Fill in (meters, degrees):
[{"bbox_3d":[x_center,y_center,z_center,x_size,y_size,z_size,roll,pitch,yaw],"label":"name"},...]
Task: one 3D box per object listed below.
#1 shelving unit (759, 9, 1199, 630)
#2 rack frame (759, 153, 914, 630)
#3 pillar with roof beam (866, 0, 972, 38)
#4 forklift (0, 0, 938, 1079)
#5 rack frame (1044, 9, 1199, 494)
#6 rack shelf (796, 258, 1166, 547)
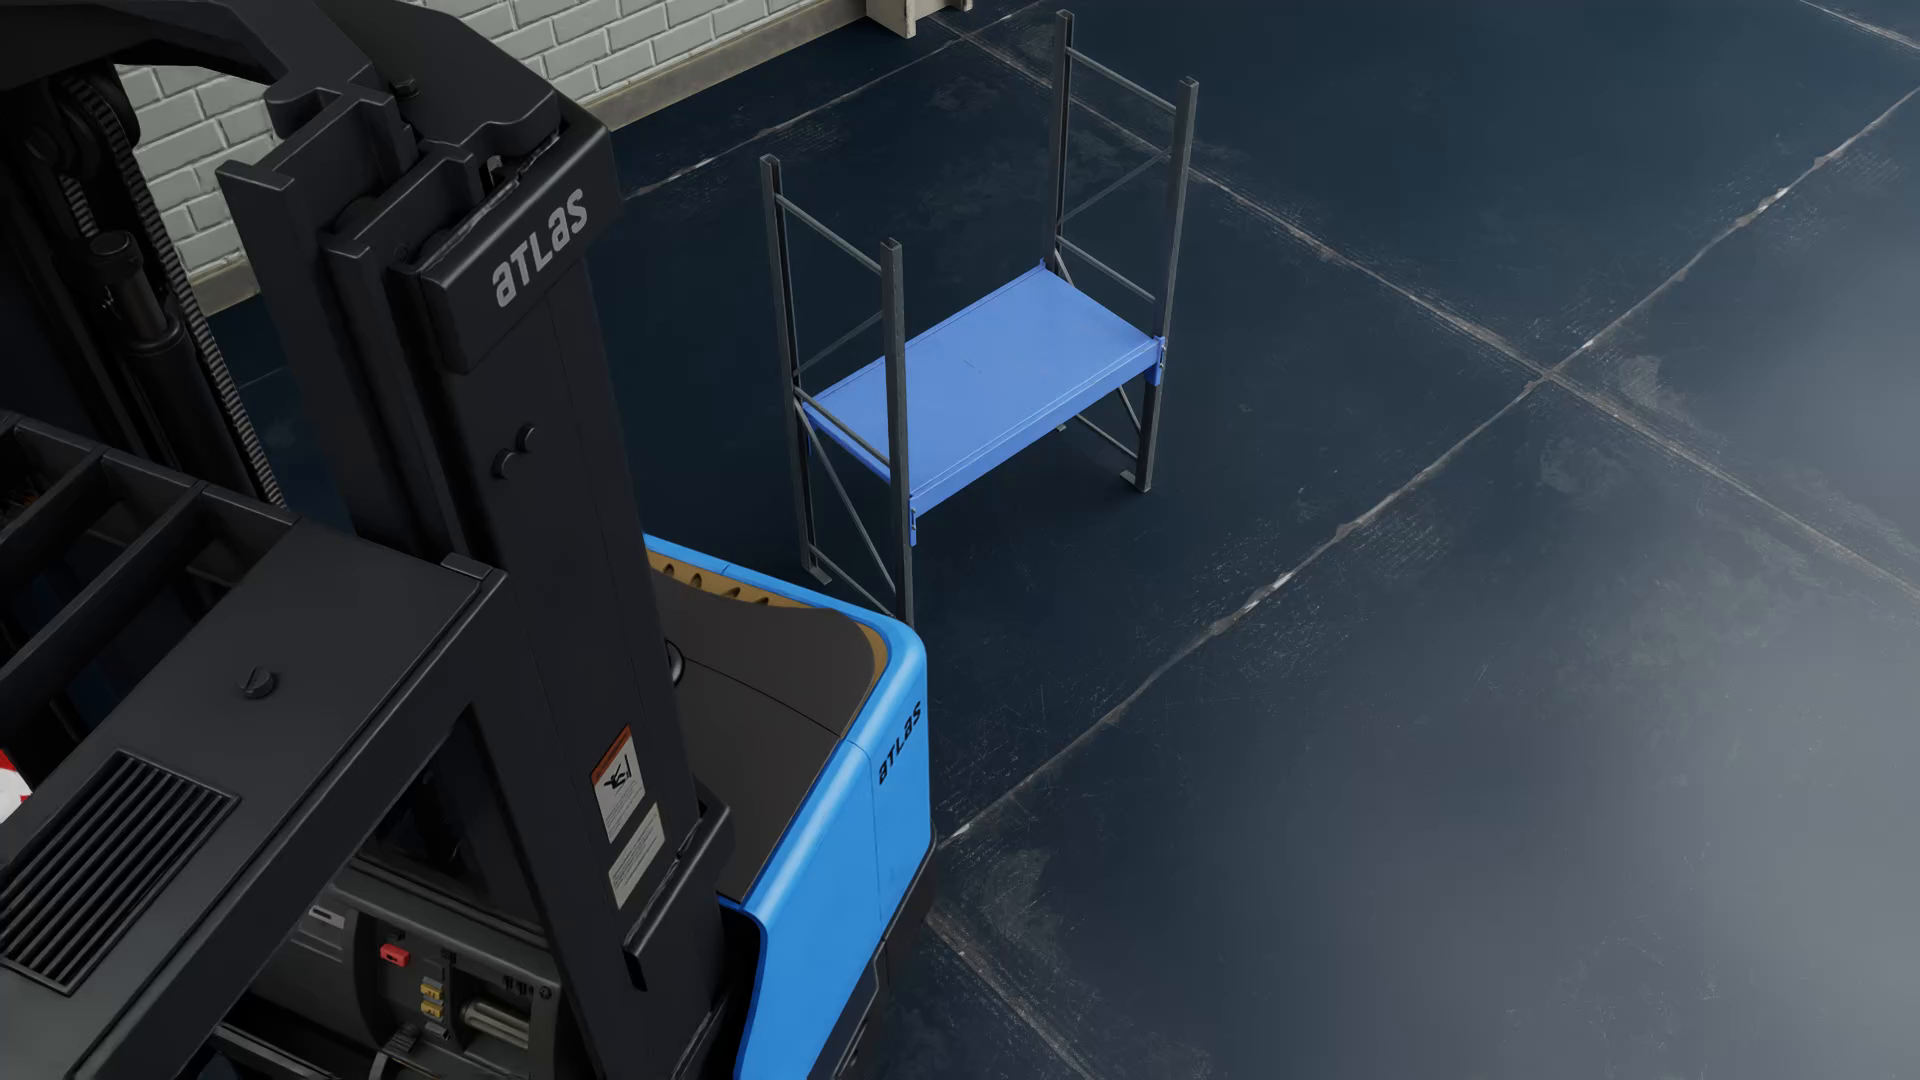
[{"bbox_3d":[0.063,-0.551,4.738,1.048,1.500,0.538,-34,56,-27],"label":"shelving unit"},{"bbox_3d":[-0.313,-0.299,4.506,0.032,1.500,0.500,-34,56,-27],"label":"rack frame"},{"bbox_3d":[2.706,-3.083,1.972,0.400,9.000,9.100,-34,56,-27],"label":"pillar with roof beam"},{"bbox_3d":[-1.116,0.777,2.539,1.130,2.935,3.031,18,50,16],"label":"forklift"},{"bbox_3d":[0.439,-0.802,4.970,0.032,1.500,0.500,-34,56,-27],"label":"rack frame"},{"bbox_3d":[0.063,-0.429,4.870,1.000,0.185,0.538,-34,56,-27],"label":"rack shelf"}]
